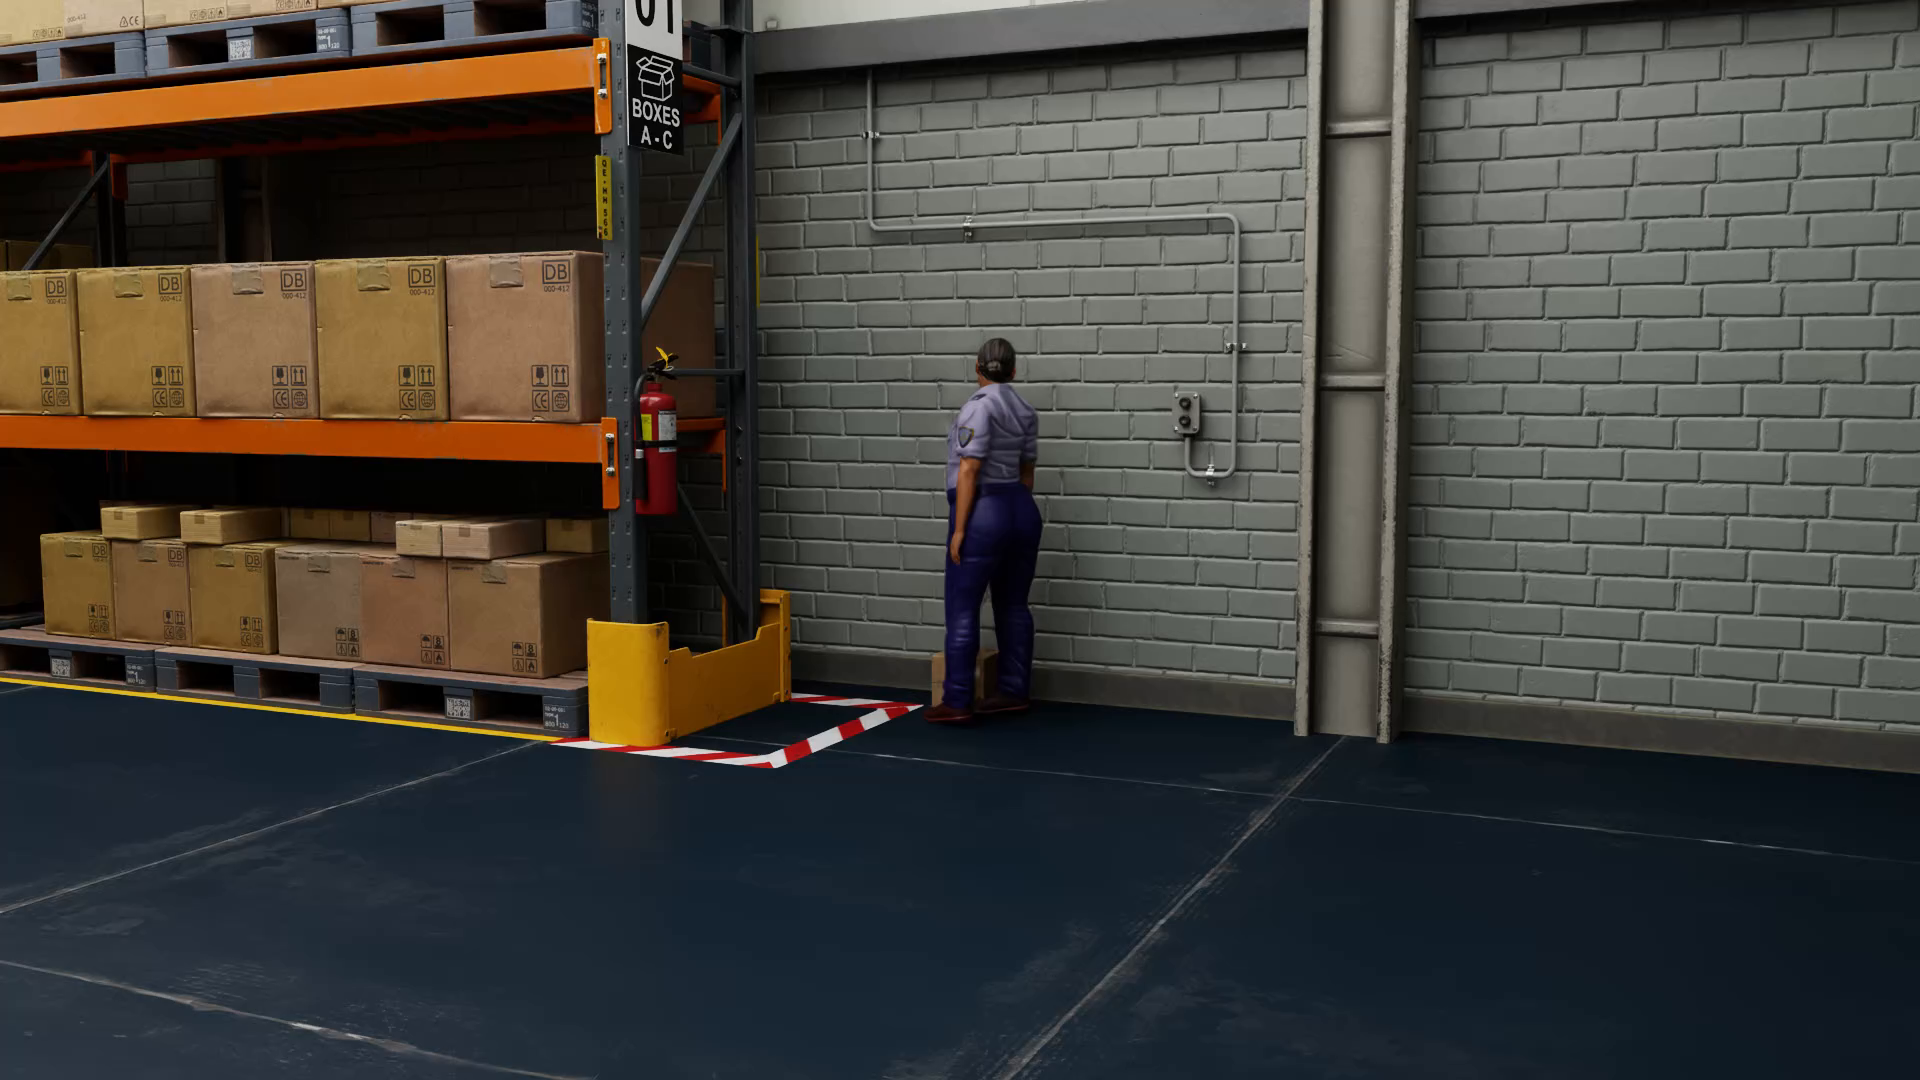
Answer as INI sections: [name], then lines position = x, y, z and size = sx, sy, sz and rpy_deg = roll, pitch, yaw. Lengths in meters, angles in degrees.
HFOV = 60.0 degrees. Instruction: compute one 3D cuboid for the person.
[person]
position = 0.114, -0.040, 7.202
size = 0.513, 1.660, 0.420
rpy_deg = -6, 8, -44
